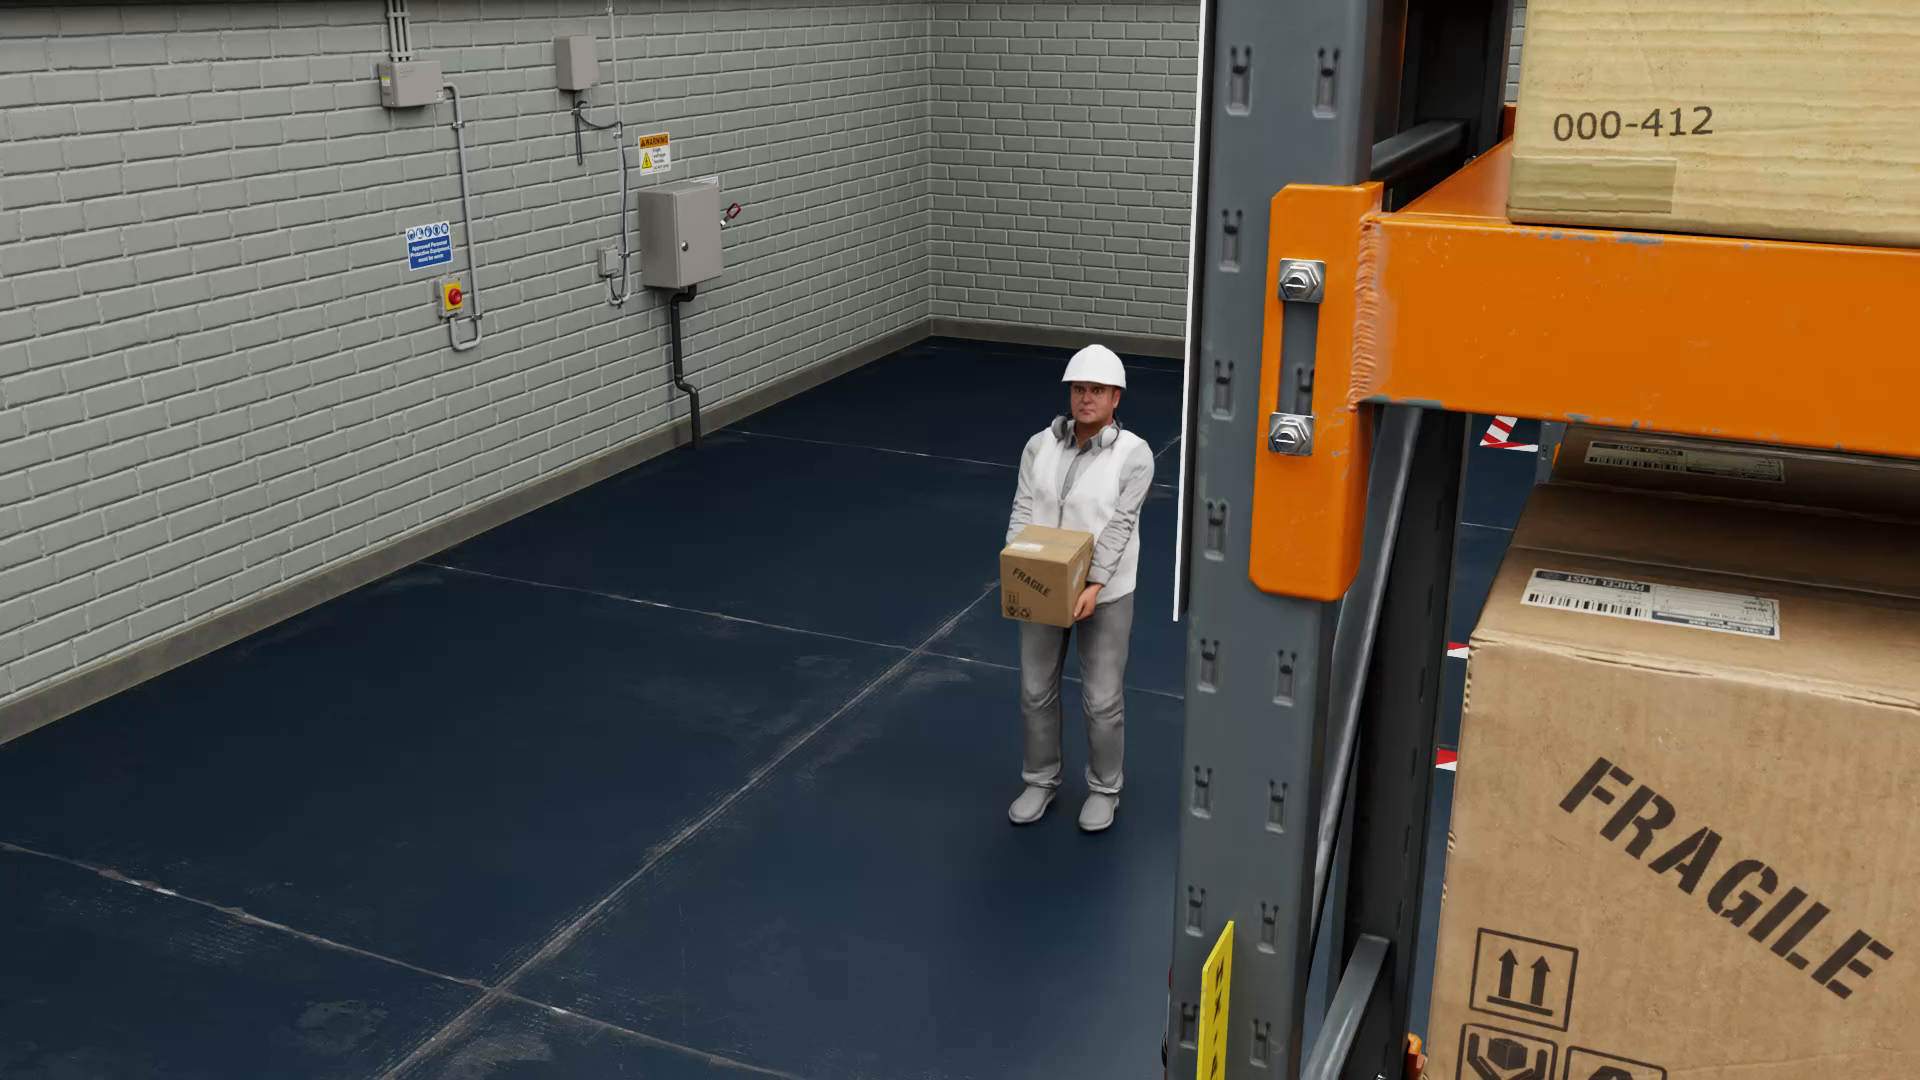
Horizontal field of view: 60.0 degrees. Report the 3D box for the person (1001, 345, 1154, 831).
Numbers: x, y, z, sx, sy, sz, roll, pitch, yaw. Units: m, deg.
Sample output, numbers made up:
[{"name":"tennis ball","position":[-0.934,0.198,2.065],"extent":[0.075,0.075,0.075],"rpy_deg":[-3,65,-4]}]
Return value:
[{"name":"person","position":[0.402,0.201,5.950],"extent":[0.494,1.762,0.554],"rpy_deg":[9,21,24]}]
